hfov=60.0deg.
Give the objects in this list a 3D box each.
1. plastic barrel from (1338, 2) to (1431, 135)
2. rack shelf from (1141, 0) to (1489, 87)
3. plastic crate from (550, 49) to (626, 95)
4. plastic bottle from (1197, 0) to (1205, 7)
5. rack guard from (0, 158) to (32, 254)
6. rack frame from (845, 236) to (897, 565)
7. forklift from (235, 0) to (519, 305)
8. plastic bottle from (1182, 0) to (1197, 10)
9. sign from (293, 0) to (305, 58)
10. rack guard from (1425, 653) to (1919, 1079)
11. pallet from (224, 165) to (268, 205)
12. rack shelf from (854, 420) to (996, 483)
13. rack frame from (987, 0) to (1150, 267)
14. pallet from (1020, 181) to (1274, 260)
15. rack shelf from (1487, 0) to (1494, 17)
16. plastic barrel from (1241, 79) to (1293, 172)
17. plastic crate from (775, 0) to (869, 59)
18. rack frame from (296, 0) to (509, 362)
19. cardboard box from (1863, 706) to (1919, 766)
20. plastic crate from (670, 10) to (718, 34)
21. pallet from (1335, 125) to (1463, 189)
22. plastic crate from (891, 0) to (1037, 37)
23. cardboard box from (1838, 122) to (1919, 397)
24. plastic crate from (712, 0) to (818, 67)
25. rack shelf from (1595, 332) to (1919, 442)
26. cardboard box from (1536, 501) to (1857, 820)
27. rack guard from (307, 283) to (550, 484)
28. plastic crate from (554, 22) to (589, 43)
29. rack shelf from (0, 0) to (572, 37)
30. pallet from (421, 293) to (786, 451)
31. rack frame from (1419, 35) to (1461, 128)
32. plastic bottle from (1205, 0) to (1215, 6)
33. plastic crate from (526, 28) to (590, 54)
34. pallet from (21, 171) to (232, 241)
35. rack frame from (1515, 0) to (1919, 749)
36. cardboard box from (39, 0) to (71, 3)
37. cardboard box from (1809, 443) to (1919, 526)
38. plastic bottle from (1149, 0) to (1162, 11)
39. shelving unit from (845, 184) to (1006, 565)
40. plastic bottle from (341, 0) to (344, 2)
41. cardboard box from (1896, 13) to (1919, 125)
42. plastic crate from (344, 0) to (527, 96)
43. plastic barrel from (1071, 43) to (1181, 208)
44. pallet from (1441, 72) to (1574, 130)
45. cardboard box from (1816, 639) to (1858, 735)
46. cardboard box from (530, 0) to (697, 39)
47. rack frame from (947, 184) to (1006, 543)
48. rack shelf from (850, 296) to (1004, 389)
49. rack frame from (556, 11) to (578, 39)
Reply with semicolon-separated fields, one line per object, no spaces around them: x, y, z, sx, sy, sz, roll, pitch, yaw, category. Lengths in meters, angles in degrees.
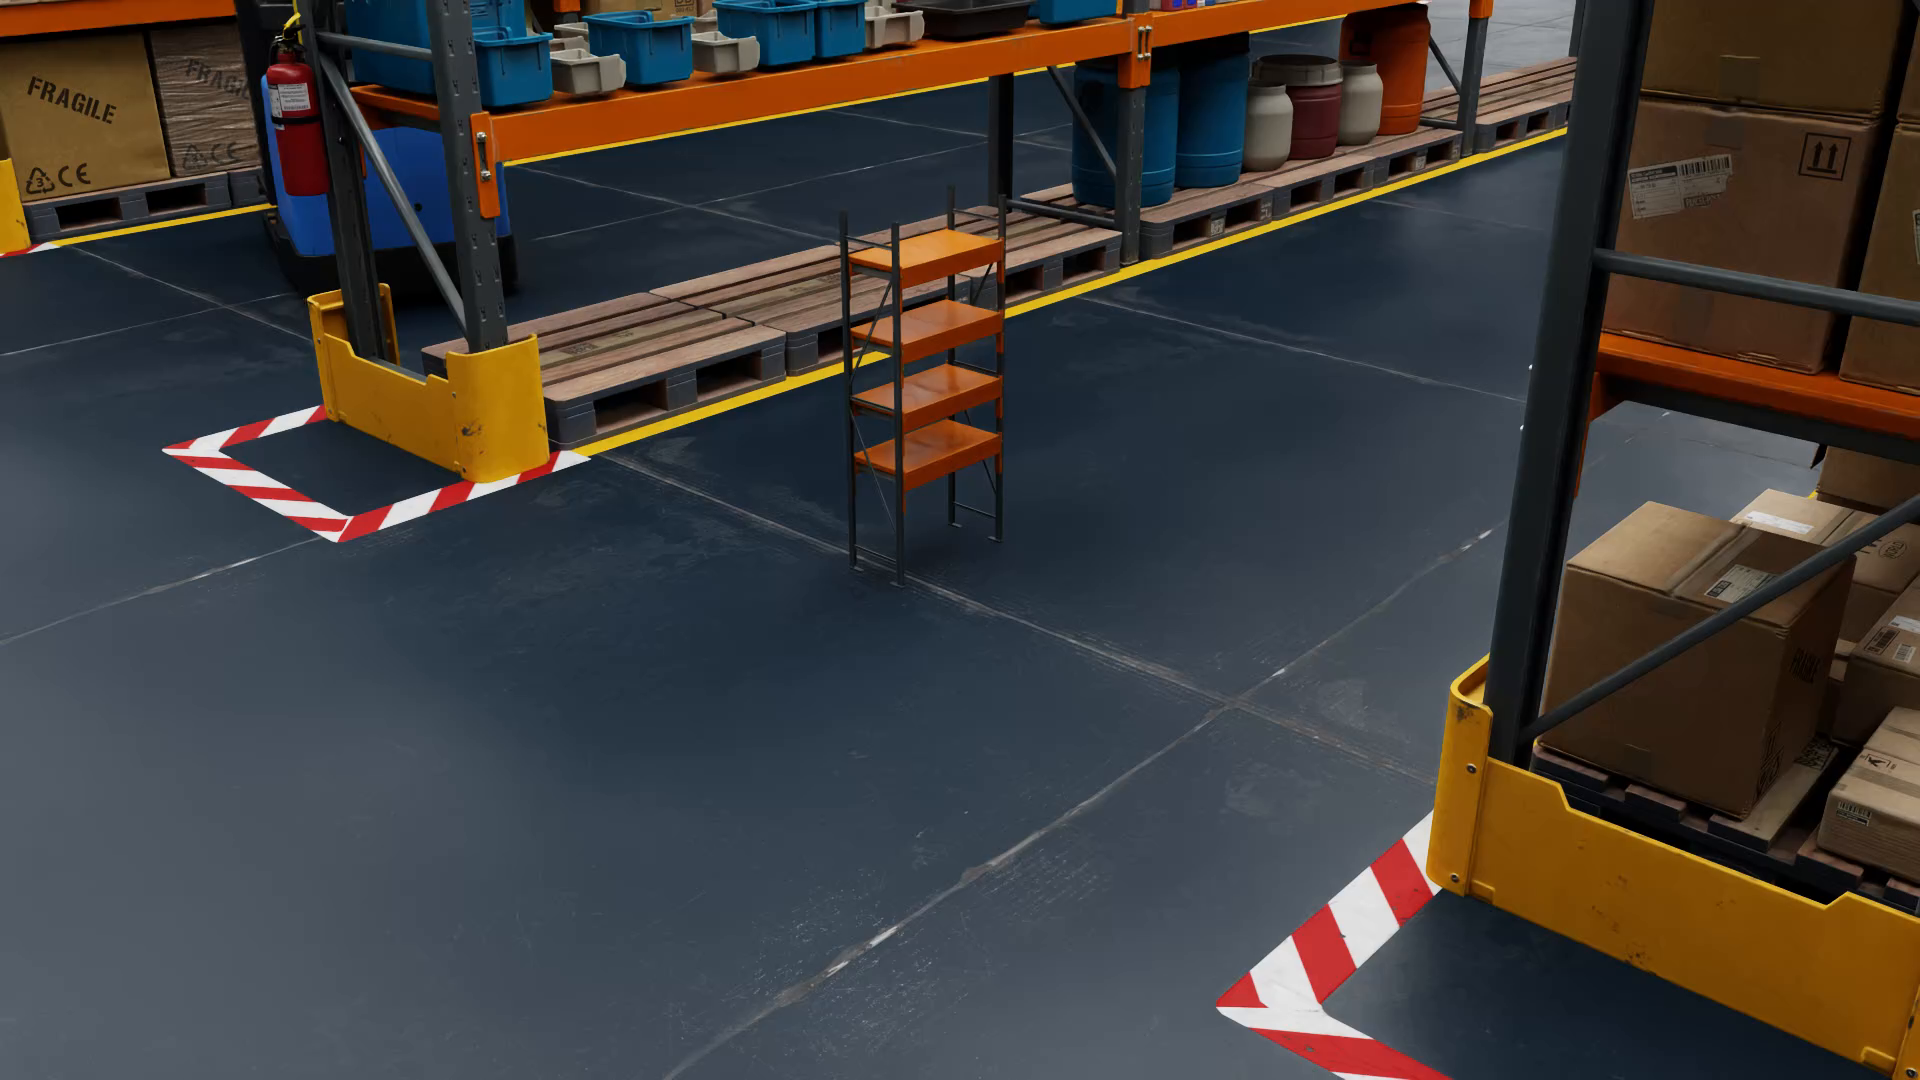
2.924;-3.277;11.531;0.600;0.830;0.708;20;31;38;plastic barrel
1.903;-3.291;10.304;1.077;0.370;4.000;20;31;38;rack shelf
-1.415;-1.759;6.256;0.250;0.136;0.298;20;31;38;plastic crate
1.284;-2.996;9.008;0.097;0.201;0.097;0;24;0;plastic bottle
-5.805;-1.996;9.591;1.175;0.500;0.348;20;31;38;rack guard
-0.274;-0.423;5.227;0.228;1.046;0.006;20;31;38;rack frame
-3.376;-3.061;8.994;1.130;2.935;3.031;-11;26;-23;forklift
1.220;-2.993;8.901;0.061;0.283;0.133;20;31;38;plastic bottle
-2.521;-2.011;6.370;0.100;0.325;0.005;20;31;38;sign
1.636;0.680;3.623;1.175;0.500;0.348;20;31;38;rack guard
-4.500;-2.506;11.082;1.003;0.211;1.213;20;31;38;pallet
-0.110;-0.290;5.485;0.221;0.050;0.457;20;31;38;rack shelf
0.569;-3.010;8.797;1.000;3.000;0.127;20;31;38;rack frame
1.115;-1.962;9.867;1.003;0.211;1.213;20;31;38;pallet
4.573;-4.510;13.022;1.077;0.370;4.000;20;31;38;rack shelf
1.860;-2.591;10.390;0.421;0.512;0.421;0;24;0;plastic barrel
-0.612;-2.220;7.167;0.416;0.233;0.300;20;31;38;plastic crate
-2.101;-1.792;6.079;1.000;3.000;0.127;20;31;38;rack frame
2.288;0.544;3.795;0.380;0.166;0.250;20;31;38;cardboard box
-1.136;-2.268;7.390;0.298;0.136;0.250;20;31;38;plastic crate
2.743;-2.705;11.525;1.003;0.211;1.213;20;31;38;pallet
0.022;-2.498;7.917;0.437;0.125;0.590;20;31;38;plastic crate
2.078;-0.547;3.181;0.500;0.500;0.500;21;32;39;cardboard box
-0.812;-2.129;6.963;0.416;0.233;0.300;20;31;38;plastic crate
2.920;-0.841;4.512;0.919;0.052;3.809;20;31;38;rack shelf
1.765;0.269;4.001;0.500;0.500;0.500;20;31;38;cardboard box
-2.107;-0.640;6.566;1.175;0.500;0.348;20;31;38;rack guard
-1.487;-2.081;6.973;0.396;0.136;0.243;20;31;38;plastic crate
-4.455;-3.425;10.602;1.077;0.370;4.000;20;31;38;rack shelf
-1.522;-0.760;7.187;1.003;0.211;1.213;20;31;38;pallet
3.236;-4.230;11.517;0.949;2.616;0.053;20;31;38;rack frame
1.348;-3.057;9.059;0.097;0.271;0.097;0;24;0;plastic bottle
-1.692;-1.996;6.785;0.396;0.136;0.243;20;31;38;plastic crate
-5.314;-2.136;10.257;1.003;0.211;1.213;20;31;38;pallet
1.588;-0.437;3.058;0.949;2.616;0.053;20;31;38;rack frame
-5.137;-3.126;9.362;0.380;0.149;0.250;20;31;37;cardboard box
3.005;-0.144;4.919;0.797;0.503;0.637;20;31;38;cardboard box
1.072;-3.019;8.877;0.144;0.351;0.185;20;31;38;plastic bottle
-0.109;-0.498;5.394;0.258;1.200;0.499;20;31;38;shelving unit
-3.168;-2.464;8.792;0.140;1.395;0.180;20;31;38;plastic bottle
2.078;-1.003;2.976;0.500;0.500;0.500;21;32;39;cardboard box
-2.017;-1.988;6.401;0.616;0.435;0.499;20;31;38;plastic crate
0.944;-2.405;9.500;0.600;0.901;0.708;20;31;38;plastic barrel
4.599;-3.552;13.414;1.003;0.211;1.213;20;31;38;pallet
2.102;0.323;4.290;0.380;0.166;0.250;20;31;38;cardboard box
-2.708;-3.785;12.610;1.225;0.875;0.875;20;31;38;cardboard box
0.052;-0.571;5.558;0.240;1.200;0.015;20;31;38;rack frame
-0.110;-0.640;5.328;0.258;0.148;0.480;20;31;38;rack shelf
-3.120;-4.363;11.814;1.000;3.000;0.127;20;31;38;rack frame
